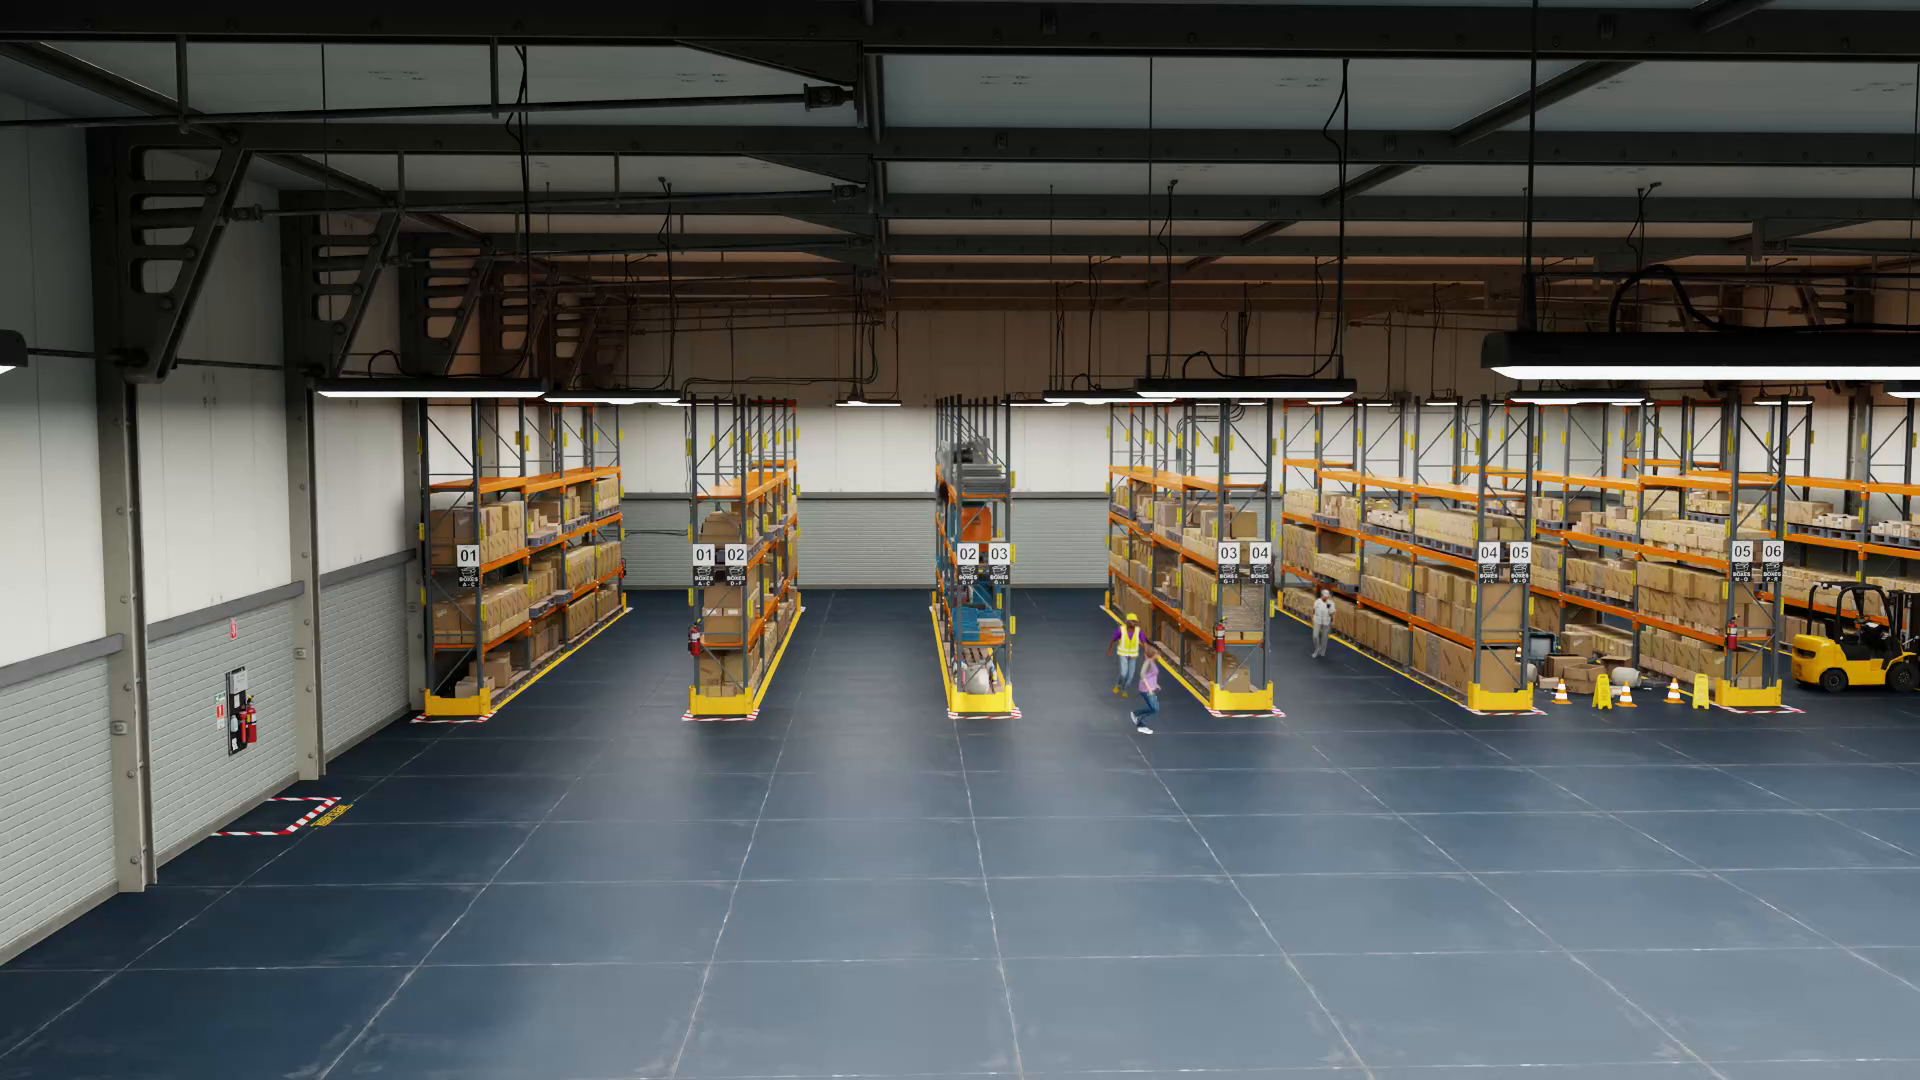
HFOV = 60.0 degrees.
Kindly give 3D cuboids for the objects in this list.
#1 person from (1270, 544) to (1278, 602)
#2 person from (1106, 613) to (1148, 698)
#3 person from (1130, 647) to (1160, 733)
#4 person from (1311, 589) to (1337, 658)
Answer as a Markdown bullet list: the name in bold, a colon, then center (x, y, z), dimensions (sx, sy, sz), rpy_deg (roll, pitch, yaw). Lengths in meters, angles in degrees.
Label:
- **person**: center (9.068, 0.997, 48.927), dimensions (0.935, 1.820, 0.710), rpy_deg (-1, 5, -16)
- **person**: center (3.319, 2.278, 32.744), dimensions (0.722, 1.700, 0.790), rpy_deg (-1, 5, -10)
- **person**: center (3.264, 2.649, 29.450), dimensions (0.518, 1.546, 0.541), rpy_deg (2, 5, 27)
- **person**: center (8.344, 1.908, 38.138), dimensions (0.589, 1.601, 0.736), rpy_deg (1, 5, 13)
